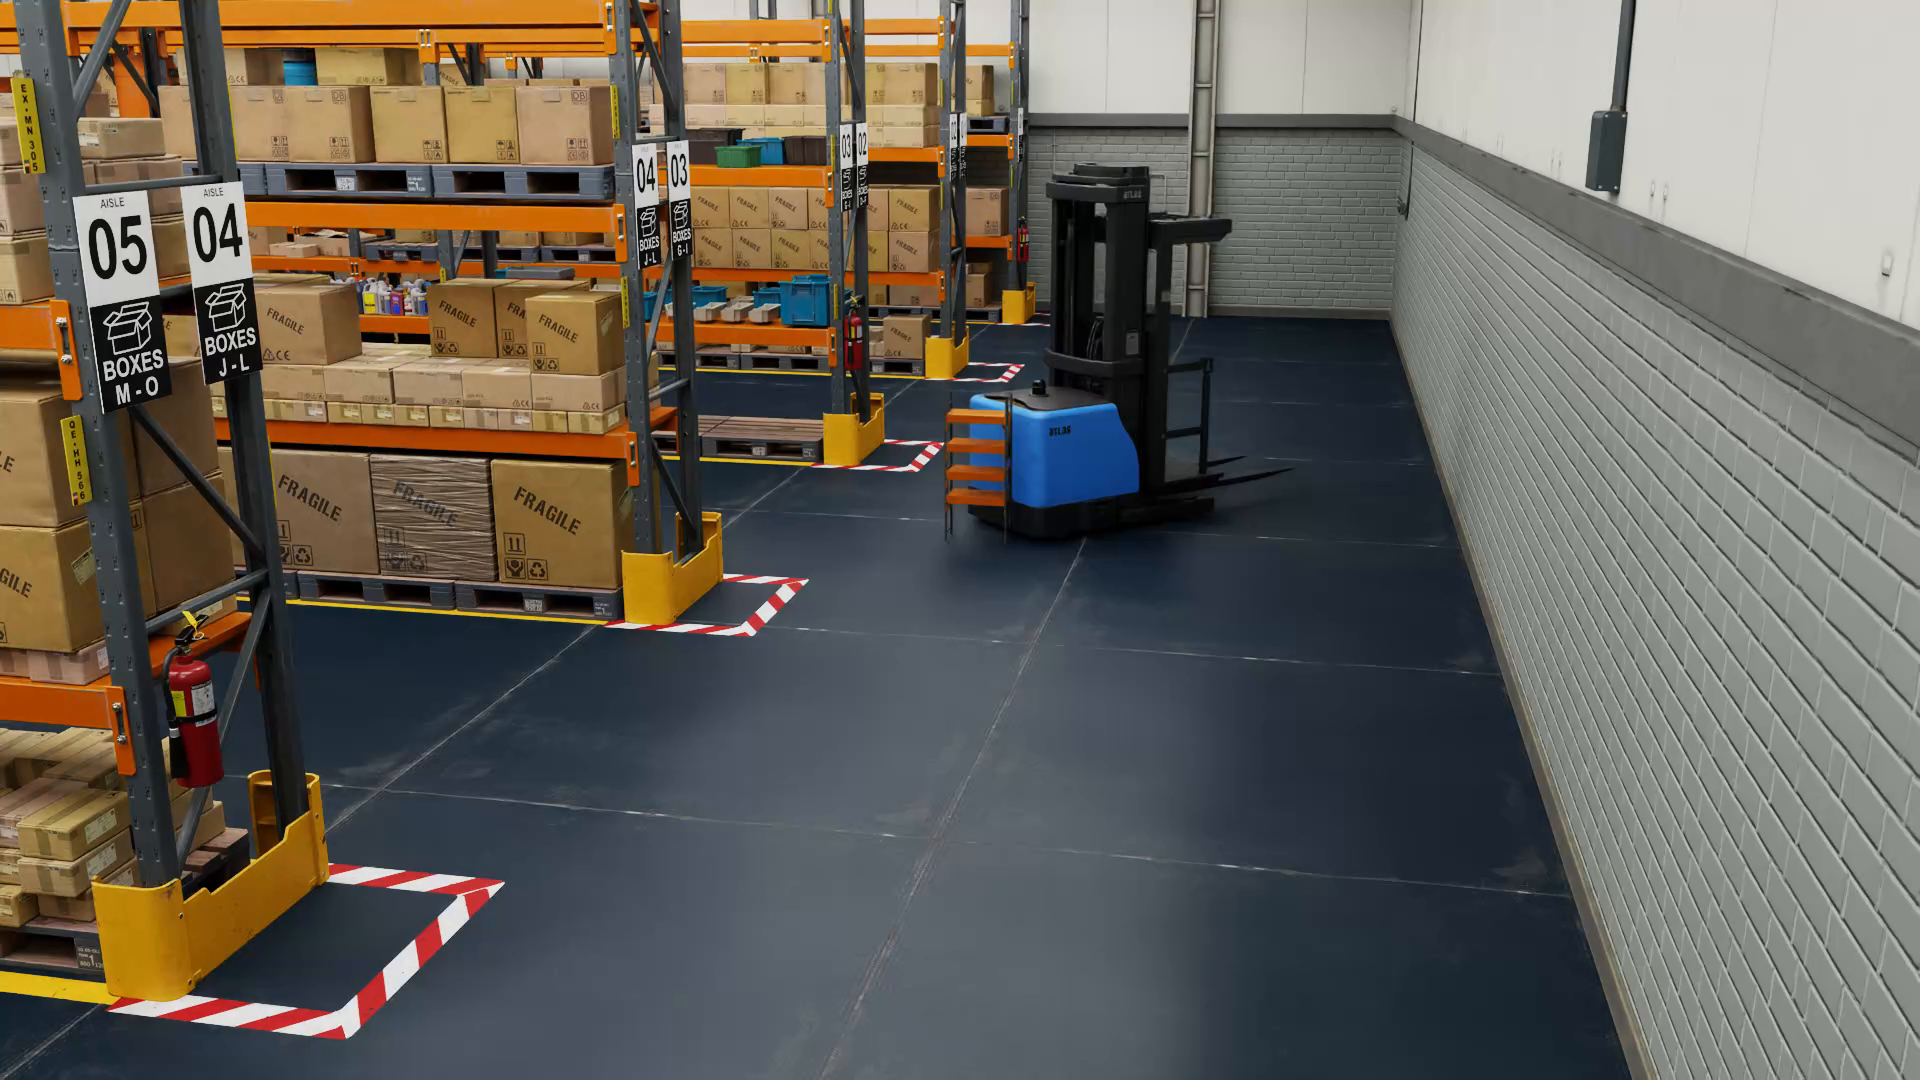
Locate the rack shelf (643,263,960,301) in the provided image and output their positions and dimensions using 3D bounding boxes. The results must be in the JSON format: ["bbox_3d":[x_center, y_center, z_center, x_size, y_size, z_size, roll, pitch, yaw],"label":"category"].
[{"bbox_3d":[-2.045,-3.372,21.394,4.000,0.370,1.077,3,16,11],"label":"rack shelf"}]

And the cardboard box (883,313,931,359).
[{"bbox_3d":[-0.667,-2.584,21.060,0.500,0.500,0.500,3,16,11],"label":"cardboard box"}]

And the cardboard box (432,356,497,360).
[{"bbox_3d":[-3.482,-1.242,12.080,0.500,0.250,0.500,3,16,9],"label":"cardboard box"}]

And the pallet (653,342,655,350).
[{"bbox_3d":[-4.809,-2.514,22.174,1.213,0.211,1.003,3,16,11],"label":"pallet"}]

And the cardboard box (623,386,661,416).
[{"bbox_3d":[-2.345,-1.005,11.972,0.250,0.149,0.380,3,16,12],"label":"cardboard box"}]

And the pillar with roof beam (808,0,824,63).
[{"bbox_3d":[-3.021,-7.075,22.176,0.400,9.000,9.100,3,16,11],"label":"pillar with roof beam"}]

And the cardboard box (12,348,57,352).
[{"bbox_3d":[-6.495,-1.235,12.146,0.500,0.500,0.500,3,16,11],"label":"cardboard box"}]

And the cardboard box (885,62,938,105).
[{"bbox_3d":[-0.592,-5.611,20.449,0.500,0.500,0.700,3,16,11],"label":"cardboard box"}]

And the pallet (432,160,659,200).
[{"bbox_3d":[-2.792,-2.461,11.303,1.213,0.211,1.003,3,16,11],"label":"pallet"}]

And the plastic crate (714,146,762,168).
[{"bbox_3d":[-2.099,-3.638,15.784,0.336,0.188,0.450,3,16,11],"label":"plastic crate"}]

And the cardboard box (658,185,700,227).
[{"bbox_3d":[-3.599,-4.256,21.179,0.500,0.500,0.500,4,16,13],"label":"cardboard box"}]

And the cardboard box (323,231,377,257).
[{"bbox_3d":[-8.272,-4.026,22.573,0.500,0.311,0.500,4,16,15],"label":"cardboard box"}]

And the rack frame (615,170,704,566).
[{"bbox_3d":[-2.063,-1.021,11.559,0.127,3.000,1.000,3,16,11],"label":"rack frame"}]

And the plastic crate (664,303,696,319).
[{"bbox_3d":[-2.764,-2.253,16.388,0.250,0.136,0.298,3,16,11],"label":"plastic crate"}]

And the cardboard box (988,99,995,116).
[{"bbox_3d":[0.232,-6.635,25.514,0.500,0.250,0.500,4,16,14],"label":"cardboard box"}]

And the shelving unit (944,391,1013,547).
[{"bbox_3d":[0.147,-0.568,13.294,0.503,1.200,0.258,3,16,12],"label":"shelving unit"}]

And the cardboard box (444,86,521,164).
[{"bbox_3d":[-3.110,-2.840,11.347,0.500,0.500,0.700,3,16,9],"label":"cardboard box"}]

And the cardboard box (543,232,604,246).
[{"bbox_3d":[-5.111,-4.179,21.987,0.500,0.500,0.700,6,16,20],"label":"cardboard box"}]

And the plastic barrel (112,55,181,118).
[{"bbox_3d":[-8.360,-4.566,17.147,0.708,0.830,0.600,3,16,11],"label":"plastic barrel"}]

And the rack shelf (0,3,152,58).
[{"bbox_3d":[-7.942,-3.692,12.060,4.000,0.370,1.077,3,16,11],"label":"rack shelf"}]

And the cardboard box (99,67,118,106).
[{"bbox_3d":[-11.248,-6.145,22.526,0.500,0.500,0.500,3,16,12],"label":"cardboard box"}]

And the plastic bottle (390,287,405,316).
[{"bbox_3d":[-5.682,-2.410,16.792,0.133,0.283,0.061,3,16,11],"label":"plastic bottle"}]

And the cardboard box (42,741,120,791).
[{"bbox_3d":[-3.890,1.056,7.500,0.250,0.149,0.380,3,16,12],"label":"cardboard box"}]

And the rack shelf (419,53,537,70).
[{"bbox_3d":[-8.901,-7.792,26.861,4.000,0.370,1.077,3,16,11],"label":"rack shelf"}]

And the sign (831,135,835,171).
[{"bbox_3d":[-1.169,-3.567,15.327,0.005,0.325,0.100,3,16,11],"label":"sign"}]

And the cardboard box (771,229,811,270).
[{"bbox_3d":[-2.069,-3.695,21.023,0.500,0.500,0.500,3,16,10],"label":"cardboard box"}]

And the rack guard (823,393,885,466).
[{"bbox_3d":[-1.050,-1.114,16.578,0.348,0.500,1.175,3,16,11],"label":"rack guard"}]

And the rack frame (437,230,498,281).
[{"bbox_3d":[-4.995,-2.529,17.004,0.127,3.000,1.000,3,16,11],"label":"rack frame"}]

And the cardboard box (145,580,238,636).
[{"bbox_3d":[-3.402,0.289,7.299,0.250,0.149,0.380,3,16,11],"label":"cardboard box"}]

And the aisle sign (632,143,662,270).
[{"bbox_3d":[-2.052,-2.191,10.915,0.004,0.787,0.394,3,16,11],"label":"aisle sign"}]

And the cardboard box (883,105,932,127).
[{"bbox_3d":[-0.639,-5.187,20.324,0.500,0.250,0.500,3,16,11],"label":"cardboard box"}]

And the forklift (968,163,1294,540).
[{"bbox_3d":[1.572,-1.696,14.124,3.031,2.935,1.130,-10,18,-33],"label":"forklift"}]

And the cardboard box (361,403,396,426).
[{"bbox_3d":[-3.975,-0.914,11.644,0.250,0.149,0.380,3,16,12],"label":"cardboard box"}]

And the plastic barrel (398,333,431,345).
[{"bbox_3d":[-5.525,-1.754,17.349,0.708,0.901,0.600,3,16,11],"label":"plastic barrel"}]

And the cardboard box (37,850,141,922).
[{"bbox_3d":[-3.708,1.469,7.123,0.250,0.149,0.380,3,16,12],"label":"cardboard box"}]

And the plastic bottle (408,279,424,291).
[{"bbox_3d":[-5.732,-2.613,17.540,0.135,0.276,0.152,3,16,11],"label":"plastic bottle"}]

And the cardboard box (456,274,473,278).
[{"bbox_3d":[-8.139,-4.424,27.701,0.500,0.500,0.700,3,16,11],"label":"cardboard box"}]

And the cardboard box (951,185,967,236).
[{"bbox_3d":[-0.318,-5.113,25.770,0.700,0.700,0.980,3,16,11],"label":"cardboard box"}]

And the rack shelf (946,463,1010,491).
[{"bbox_3d":[0.147,-0.503,13.312,0.480,0.148,0.258,3,16,12],"label":"rack shelf"}]

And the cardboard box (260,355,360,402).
[{"bbox_3d":[-4.579,-1.157,11.775,0.500,0.250,0.500,4,16,12],"label":"cardboard box"}]

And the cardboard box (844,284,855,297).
[{"bbox_3d":[-1.817,-4.025,26.298,0.500,0.500,0.700,3,16,11],"label":"cardboard box"}]

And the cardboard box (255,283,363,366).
[{"bbox_3d":[-4.572,-1.519,11.676,0.500,0.500,0.500,3,16,9],"label":"cardboard box"}]

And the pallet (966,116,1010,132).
[{"bbox_3d":[0.169,-6.348,25.336,1.213,0.211,1.003,3,16,11],"label":"pallet"}]

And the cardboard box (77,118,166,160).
[{"bbox_3d":[-3.422,-1.612,6.671,0.250,0.149,0.380,3,16,11],"label":"cardboard box"}]

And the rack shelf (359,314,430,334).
[{"bbox_3d":[-6.955,-2.289,17.485,4.000,0.370,1.077,3,16,11],"label":"rack shelf"}]

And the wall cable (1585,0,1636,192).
[{"bbox_3d":[2.792,-4.260,5.988,0.120,5.999,2.277,3,16,11],"label":"wall cable"}]

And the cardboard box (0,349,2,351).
[{"bbox_3d":[-4.538,-0.554,7.256,0.500,0.500,0.500,3,16,10],"label":"cardboard box"}]

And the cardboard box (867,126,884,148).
[{"bbox_3d":[-1.129,-4.973,20.489,0.500,0.250,0.500,3,16,11],"label":"cardboard box"}]

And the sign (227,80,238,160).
[{"bbox_3d":[-3.042,-1.738,6.889,0.005,0.325,0.100,3,16,11],"label":"sign"}]

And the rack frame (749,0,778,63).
[{"bbox_3d":[-3.021,-8.012,25.560,0.127,3.000,1.000,3,16,11],"label":"rack frame"}]
